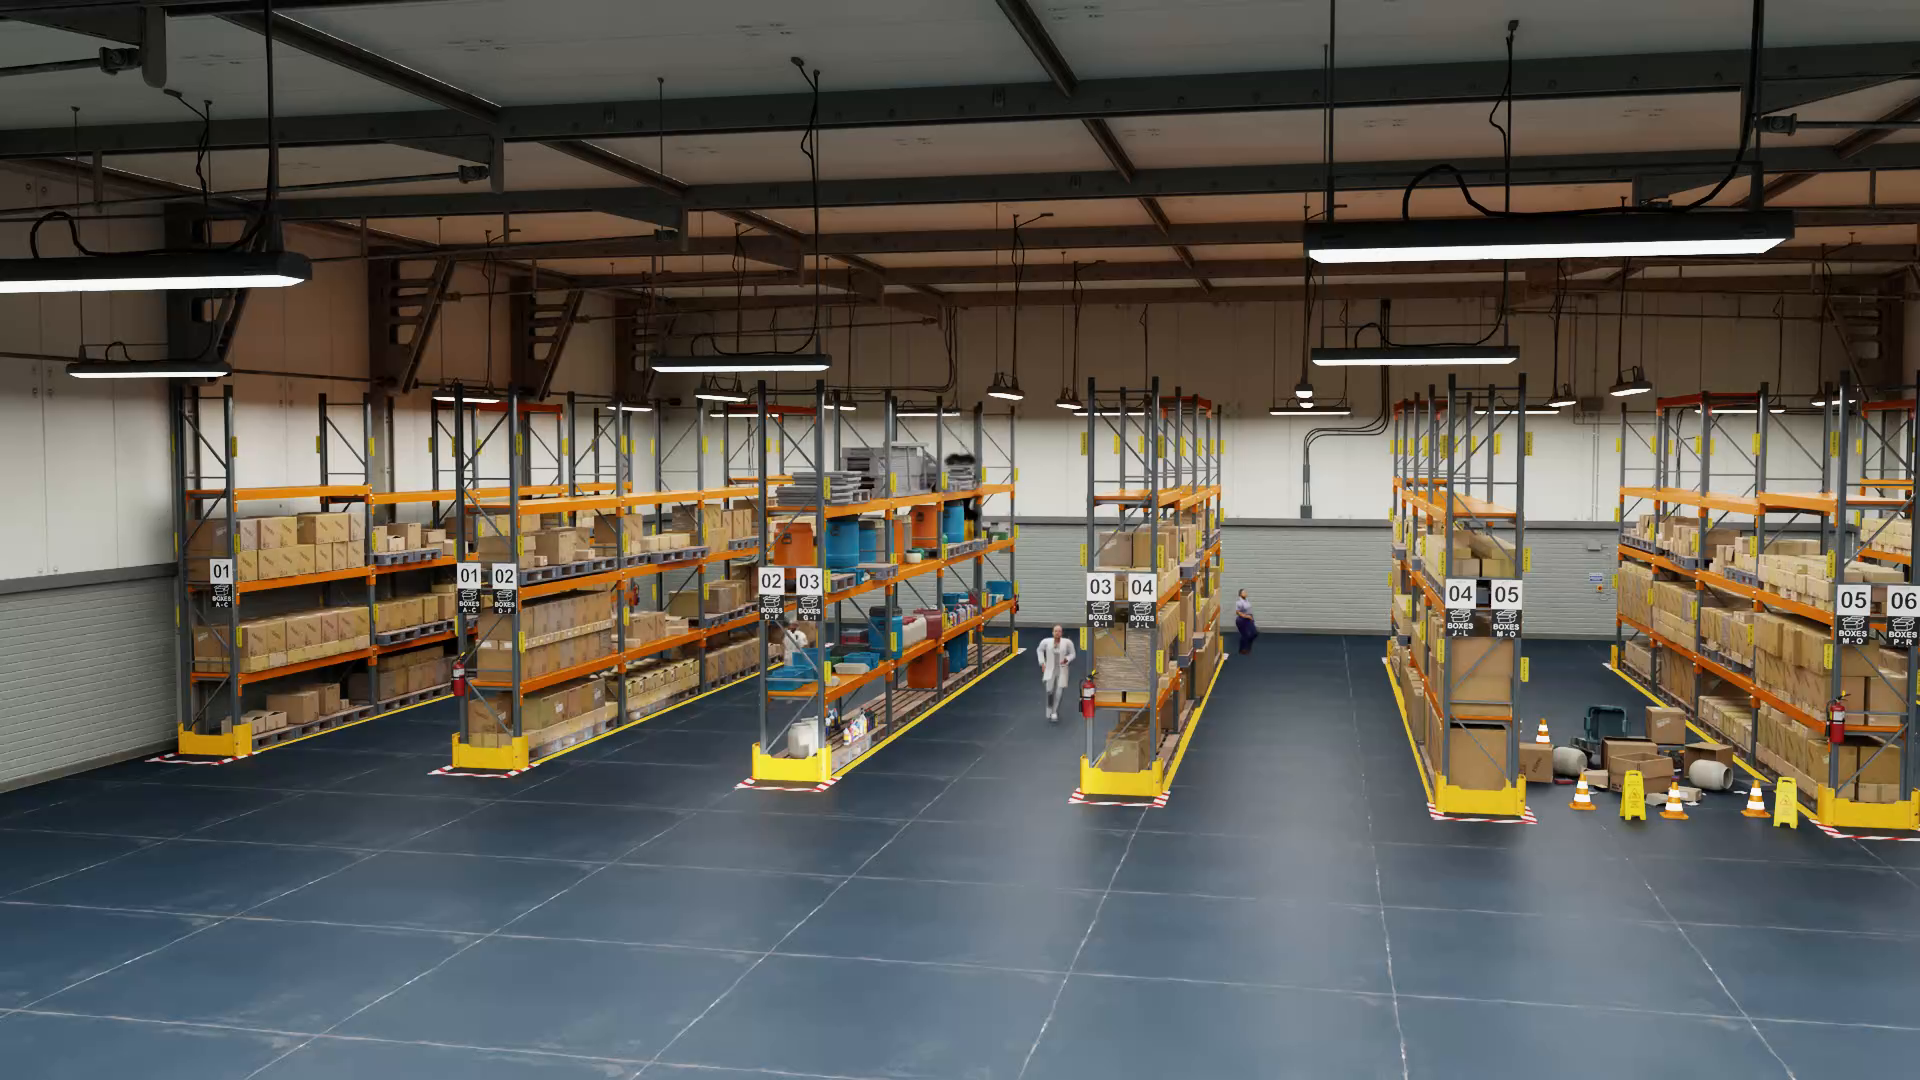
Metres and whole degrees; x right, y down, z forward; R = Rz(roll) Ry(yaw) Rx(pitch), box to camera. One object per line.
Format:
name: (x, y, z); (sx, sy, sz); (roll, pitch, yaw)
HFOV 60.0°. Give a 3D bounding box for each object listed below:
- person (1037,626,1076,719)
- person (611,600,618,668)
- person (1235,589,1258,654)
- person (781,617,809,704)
person: (1.753, 2.427, 30.335); (0.695, 1.737, 0.709); (0, 3, 2)
person: (-7.741, 2.133, 37.271); (0.523, 1.555, 0.534); (0, 3, 3)
person: (6.872, 1.971, 40.007); (0.667, 1.594, 0.552); (-3, 4, -41)
person: (-3.245, 2.345, 32.660); (0.590, 1.683, 0.743); (1, 3, 13)
